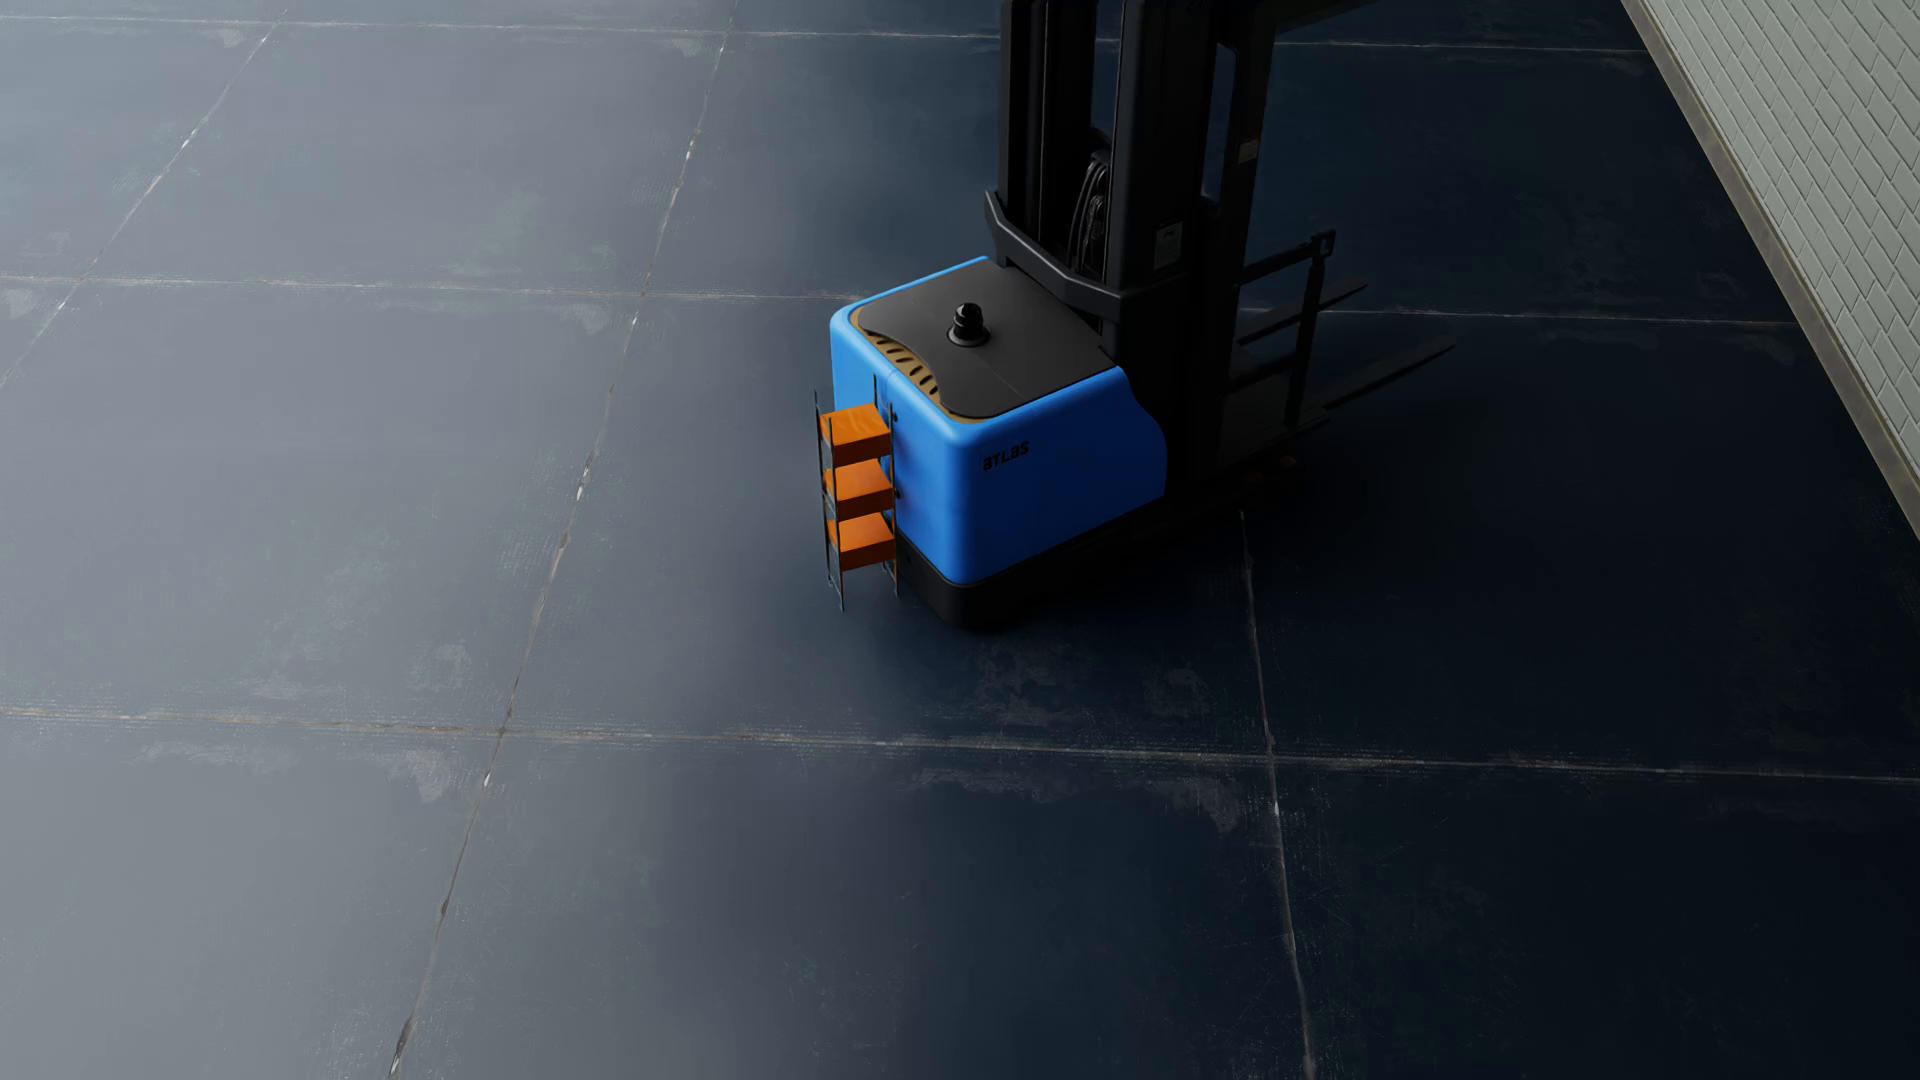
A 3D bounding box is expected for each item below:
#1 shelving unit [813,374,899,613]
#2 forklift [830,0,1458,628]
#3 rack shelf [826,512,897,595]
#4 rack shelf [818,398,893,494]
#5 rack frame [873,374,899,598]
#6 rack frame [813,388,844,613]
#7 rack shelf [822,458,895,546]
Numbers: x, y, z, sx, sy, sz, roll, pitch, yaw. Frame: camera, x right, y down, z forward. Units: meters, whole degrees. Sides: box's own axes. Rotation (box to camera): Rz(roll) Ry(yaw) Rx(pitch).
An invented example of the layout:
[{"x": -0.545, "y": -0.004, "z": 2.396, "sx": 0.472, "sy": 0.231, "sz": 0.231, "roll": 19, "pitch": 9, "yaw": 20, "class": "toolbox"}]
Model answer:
[{"x": -0.414, "y": -0.171, "z": 6.748, "sx": 0.252, "sy": 1.050, "sz": 0.215, "roll": -15, "pitch": 45, "yaw": -15, "class": "shelving unit"}, {"x": 0.966, "y": -1.495, "z": 6.790, "sx": 3.031, "sy": 2.935, "sz": 1.130, "roll": -24, "pitch": 48, "yaw": -24, "class": "forklift"}, {"x": -0.414, "y": 0.040, "z": 6.945, "sx": 0.240, "sy": 0.259, "sz": 0.215, "roll": -15, "pitch": 45, "yaw": -15, "class": "rack shelf"}, {"x": -0.414, "y": -0.371, "z": 6.562, "sx": 0.240, "sy": 0.259, "sz": 0.215, "roll": -15, "pitch": 45, "yaw": -15, "class": "rack shelf"}, {"x": -0.300, "y": -0.201, "z": 6.781, "sx": 0.008, "sy": 1.050, "sz": 0.200, "roll": -15, "pitch": 45, "yaw": -15, "class": "rack frame"}, {"x": -0.527, "y": -0.141, "z": 6.716, "sx": 0.008, "sy": 1.050, "sz": 0.200, "roll": -15, "pitch": 45, "yaw": -15, "class": "rack frame"}, {"x": -0.414, "y": -0.163, "z": 6.756, "sx": 0.240, "sy": 0.259, "sz": 0.215, "roll": -15, "pitch": 45, "yaw": -15, "class": "rack shelf"}]
